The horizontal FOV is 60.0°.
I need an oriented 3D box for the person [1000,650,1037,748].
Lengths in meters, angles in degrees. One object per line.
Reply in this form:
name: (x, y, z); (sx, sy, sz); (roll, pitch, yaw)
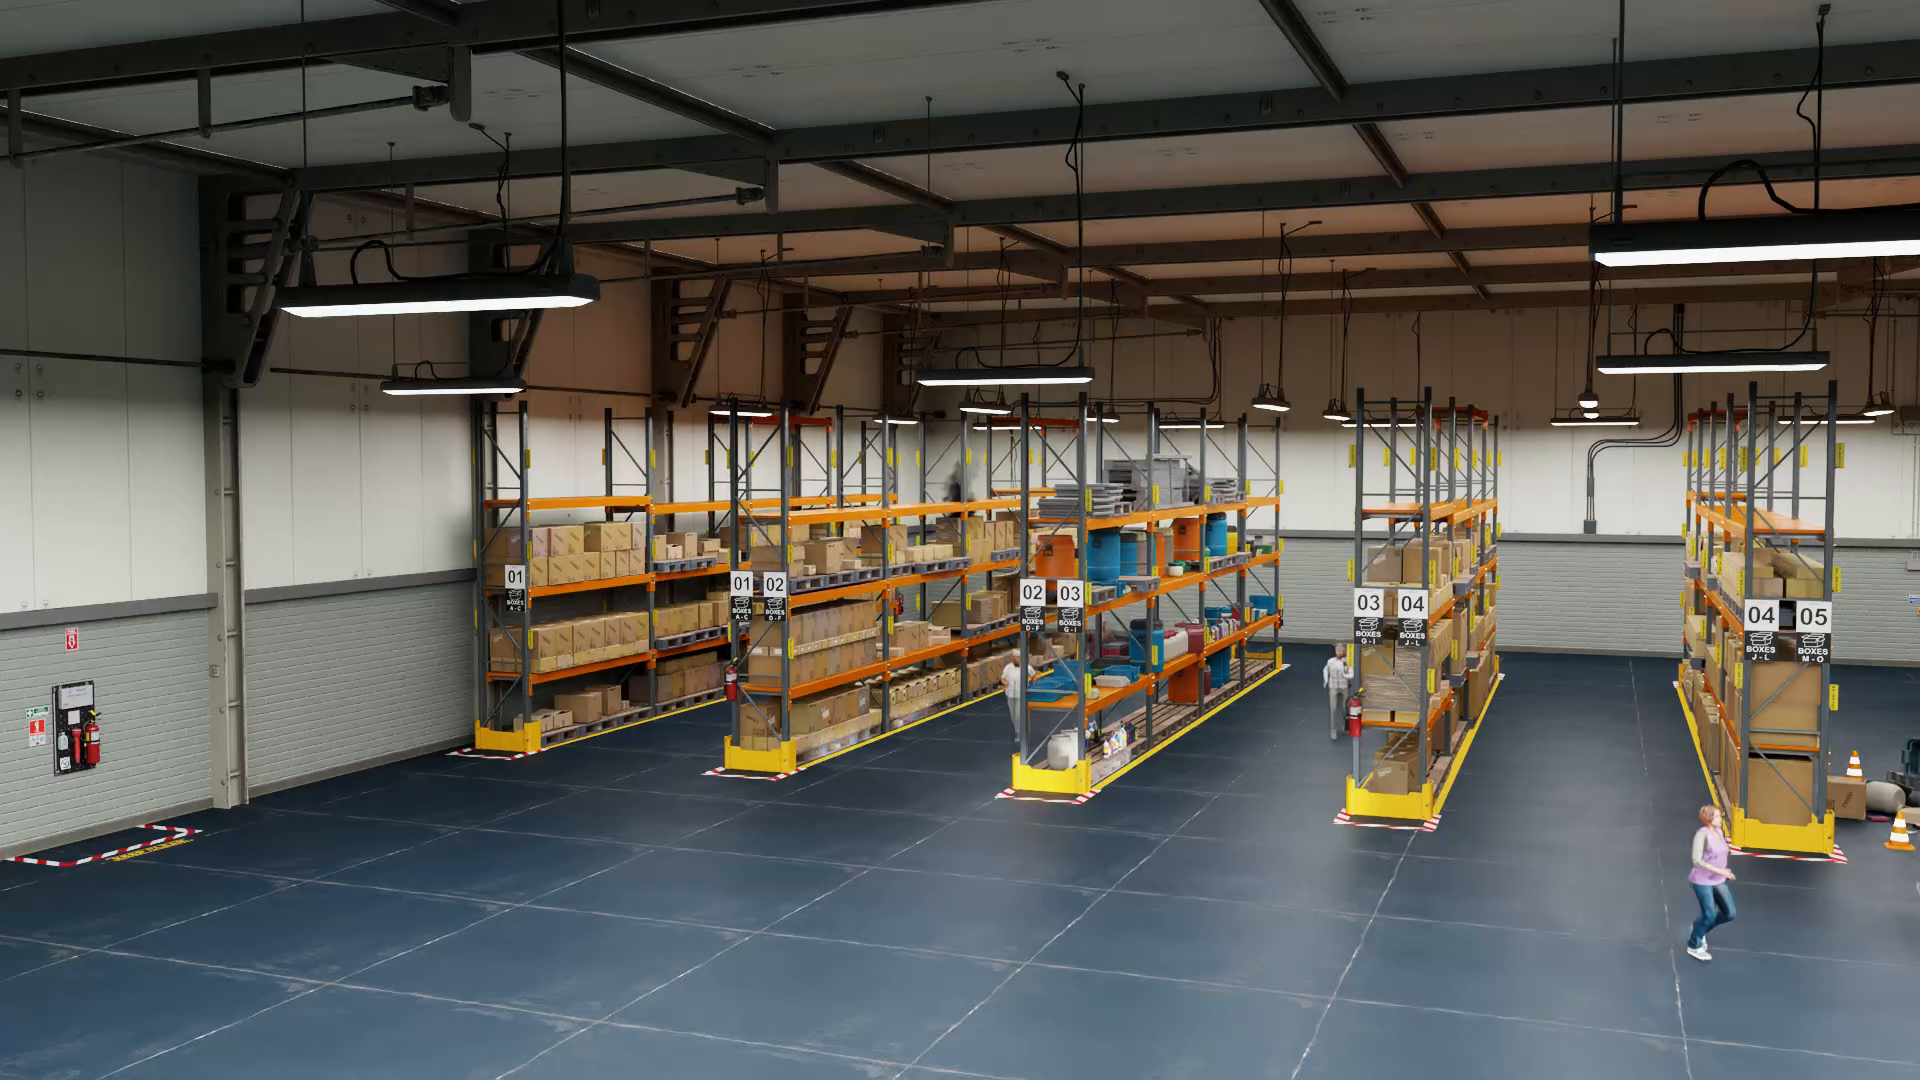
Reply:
person: (0.999, 2.776, 29.056); (0.587, 1.725, 0.744); (1, 3, 21)

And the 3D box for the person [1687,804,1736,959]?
person: (7.501, 3.408, 16.547); (0.566, 1.559, 0.545); (-2, 3, -34)

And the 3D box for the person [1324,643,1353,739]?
person: (6.819, 2.679, 29.881); (0.611, 1.681, 0.940); (1, 3, 18)

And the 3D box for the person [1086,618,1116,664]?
person: (2.832, 2.488, 33.523); (0.675, 1.846, 0.829); (1, 3, 12)
